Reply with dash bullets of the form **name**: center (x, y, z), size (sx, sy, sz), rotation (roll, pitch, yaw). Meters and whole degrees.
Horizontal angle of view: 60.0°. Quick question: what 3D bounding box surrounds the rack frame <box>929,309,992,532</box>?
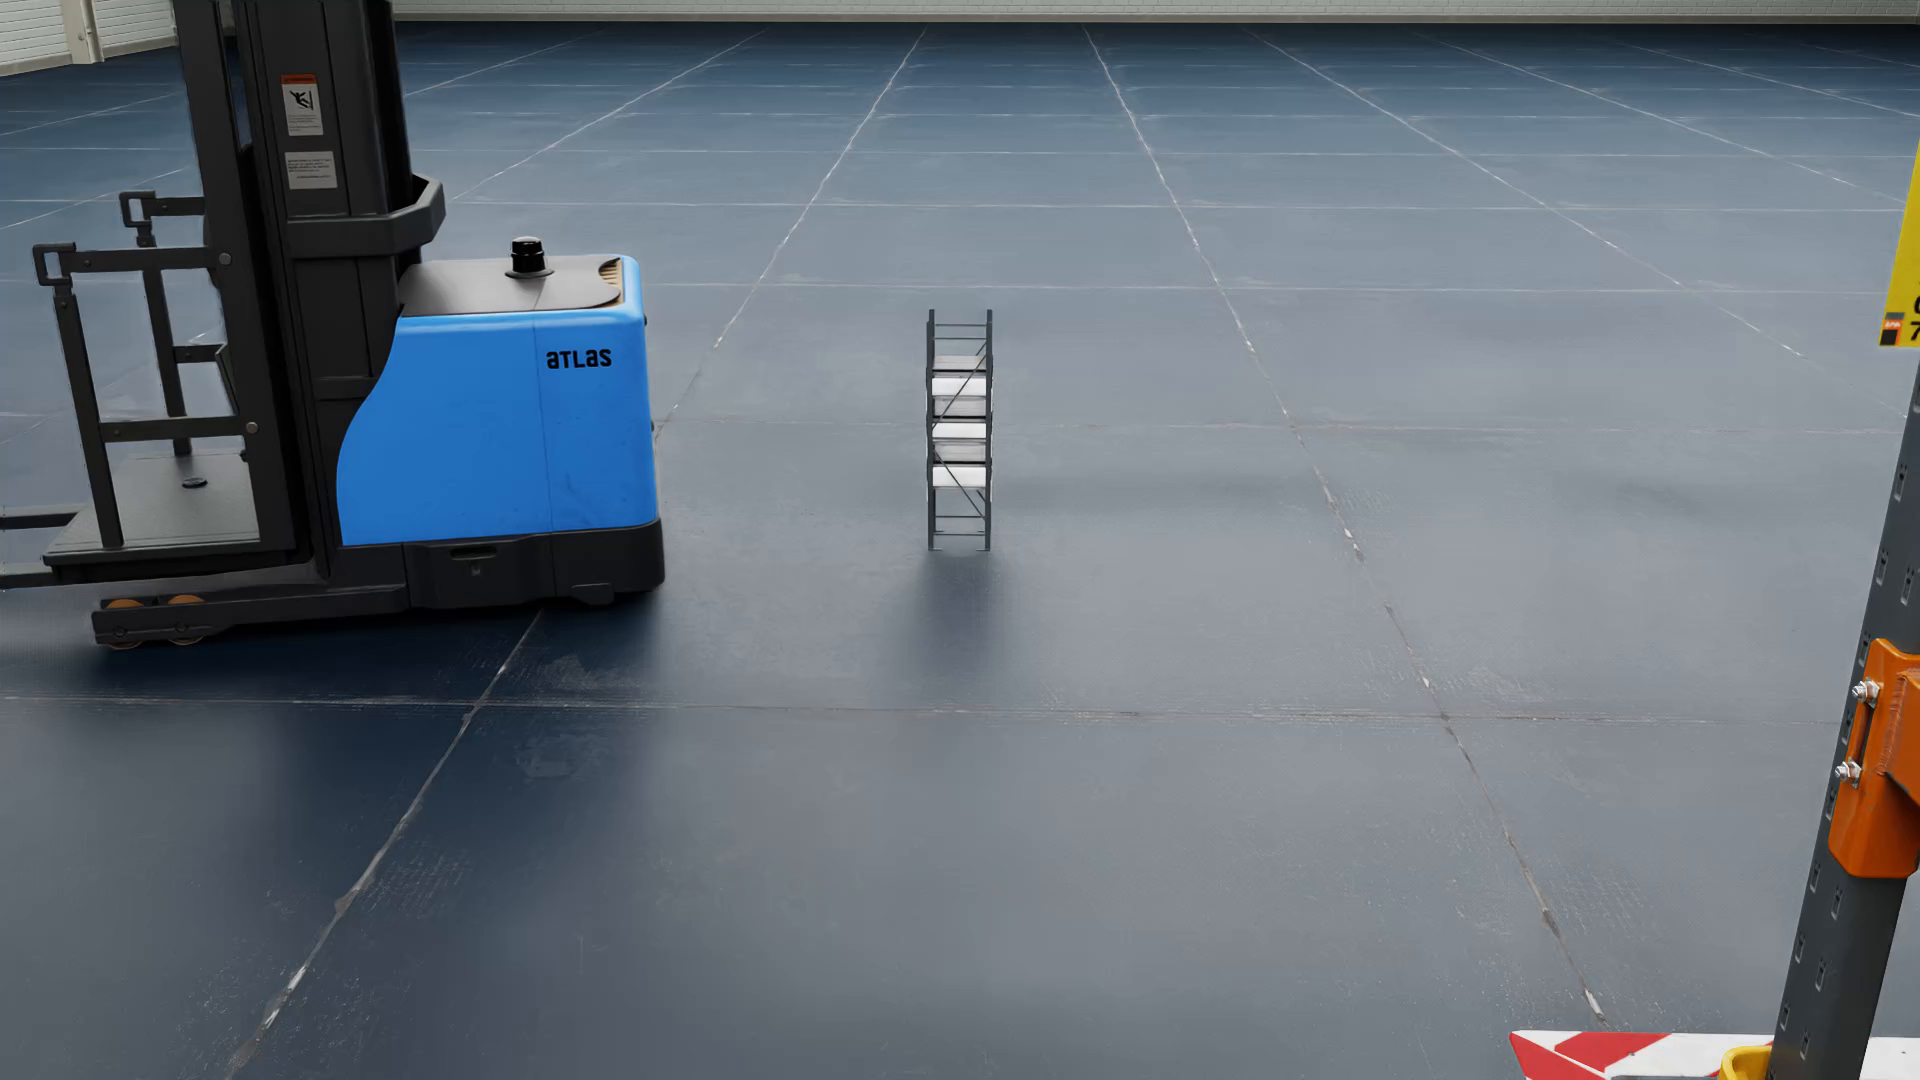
- **rack frame**: center (0.003, -0.453, 6.453), size (0.240, 0.900, 0.006), rotation (1, 21, 2)

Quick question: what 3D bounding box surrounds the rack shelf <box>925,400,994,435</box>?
- **rack shelf**: center (0.000, -0.469, 6.338), size (0.258, 0.077, 0.200), rotation (1, 21, 2)

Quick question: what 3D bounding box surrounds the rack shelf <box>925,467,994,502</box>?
- **rack shelf**: center (0.000, -0.218, 6.436), size (0.258, 0.077, 0.200), rotation (1, 21, 2)

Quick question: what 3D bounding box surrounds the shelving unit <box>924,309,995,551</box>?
- **shelving unit**: center (0.000, -0.417, 6.359), size (0.258, 0.900, 0.210), rotation (1, 21, 2)

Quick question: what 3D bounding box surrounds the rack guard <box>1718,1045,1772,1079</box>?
- **rack guard**: center (1.881, 1.179, 2.800), size (1.175, 0.500, 0.348), rotation (1, 21, 2)

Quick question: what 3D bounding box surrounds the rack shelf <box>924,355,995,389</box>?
- **rack shelf**: center (0.000, -0.637, 6.273), size (0.258, 0.077, 0.200), rotation (1, 21, 2)

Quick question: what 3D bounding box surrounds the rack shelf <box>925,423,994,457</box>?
- **rack shelf**: center (0.000, -0.386, 6.371), size (0.258, 0.077, 0.200), rotation (1, 21, 2)

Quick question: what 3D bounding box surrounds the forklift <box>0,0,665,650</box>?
- **forklift**: center (-2.627, -1.206, 5.585), size (3.031, 2.935, 1.130), rotation (-4, 22, -10)

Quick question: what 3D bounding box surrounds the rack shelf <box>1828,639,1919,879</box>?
- **rack shelf**: center (1.822, 1.044, 0.685), size (1.077, 0.370, 4.000), rotation (1, 21, 2)

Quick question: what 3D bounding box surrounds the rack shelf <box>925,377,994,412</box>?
- **rack shelf**: center (0.000, -0.553, 6.306), size (0.258, 0.077, 0.200), rotation (1, 21, 2)

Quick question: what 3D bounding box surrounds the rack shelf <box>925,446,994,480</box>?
- **rack shelf**: center (0.000, -0.302, 6.403), size (0.258, 0.077, 0.200), rotation (1, 21, 2)

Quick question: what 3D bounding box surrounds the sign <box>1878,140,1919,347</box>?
- **sign**: center (1.341, -0.424, 2.278), size (0.100, 0.325, 0.005), rotation (1, 21, 2)

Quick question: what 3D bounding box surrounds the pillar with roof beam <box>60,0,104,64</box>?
- **pillar with roof beam**: center (-8.873, -11.362, 23.371), size (9.100, 9.000, 0.400), rotation (1, 21, 2)

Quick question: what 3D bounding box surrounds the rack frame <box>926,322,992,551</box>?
- **rack frame**: center (-0.003, -0.380, 6.264), size (0.240, 0.900, 0.006), rotation (1, 21, 2)
